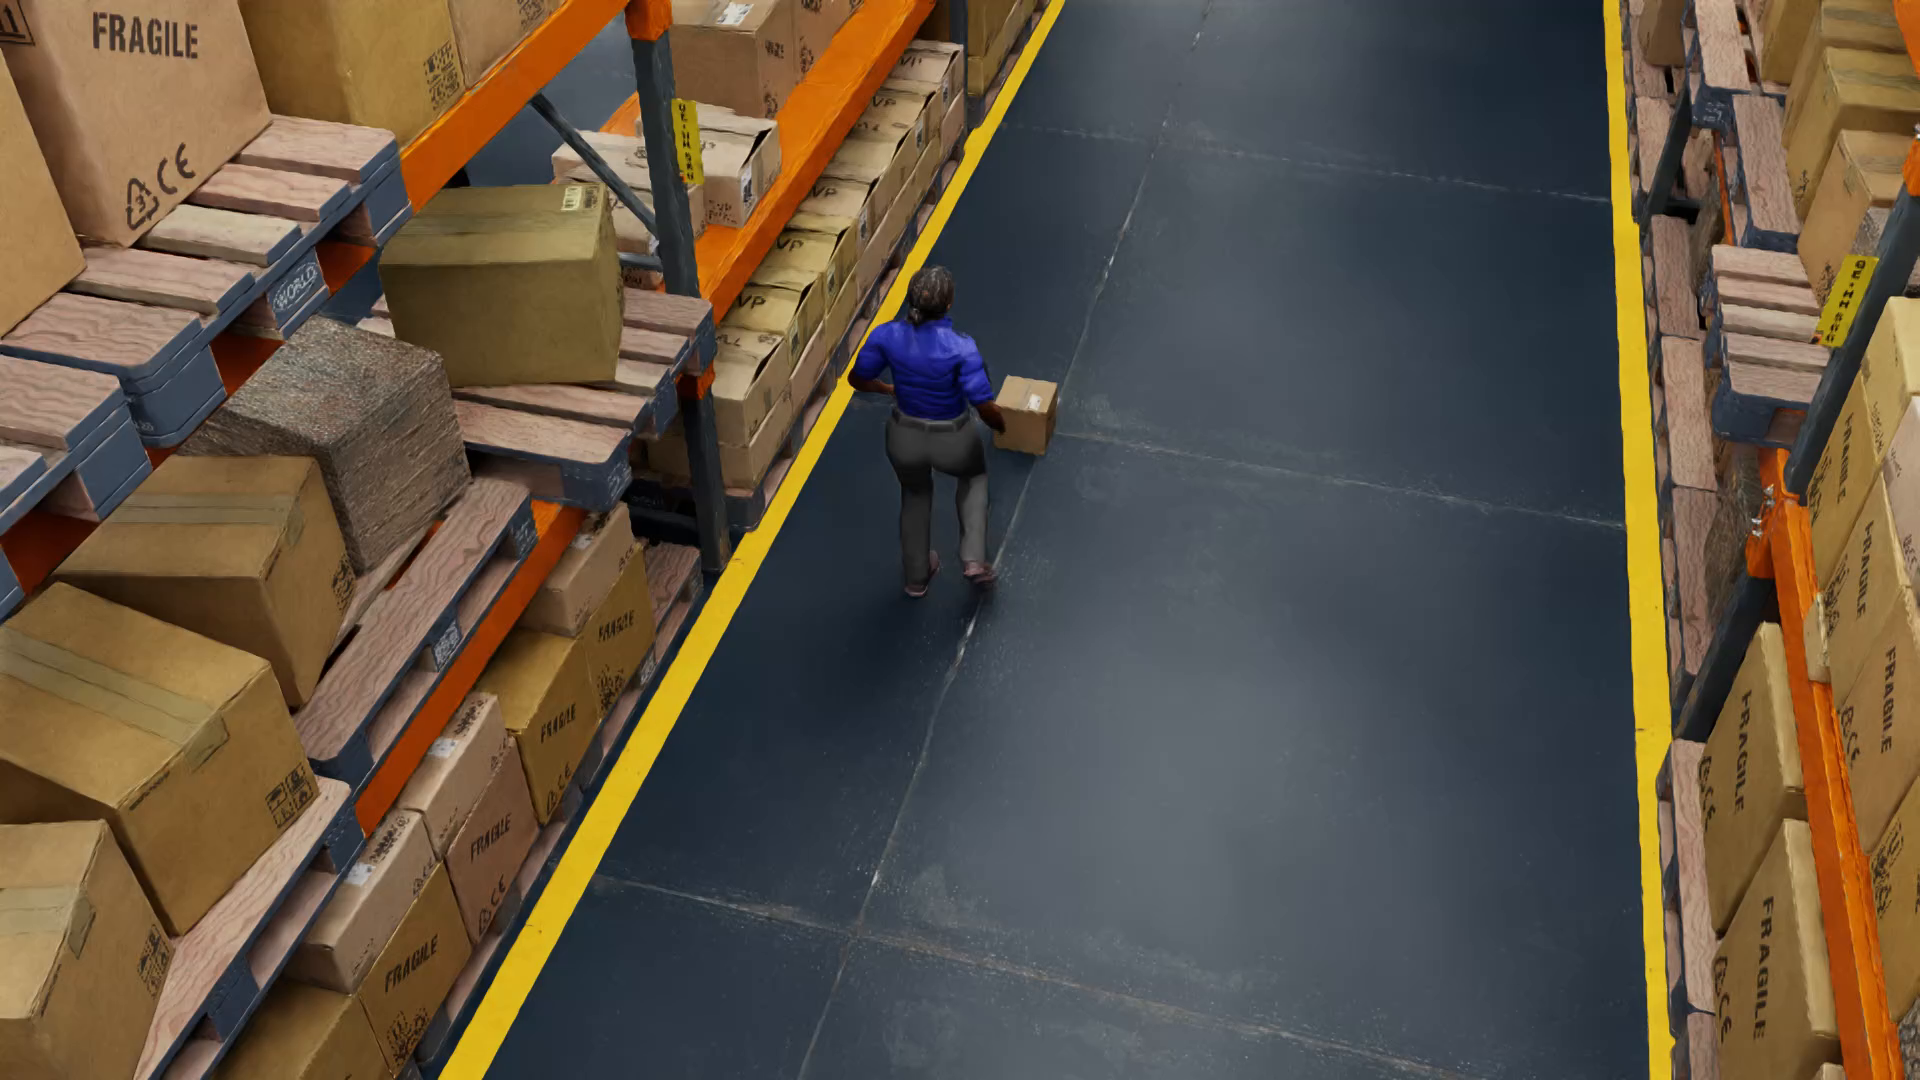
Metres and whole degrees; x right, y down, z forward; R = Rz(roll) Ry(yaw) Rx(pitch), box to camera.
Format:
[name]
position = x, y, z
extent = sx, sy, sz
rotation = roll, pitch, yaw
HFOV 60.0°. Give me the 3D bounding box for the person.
[person]
position = -0.120, -0.442, 6.699
extent = 0.624, 1.626, 0.474
rotation = 6, 42, 7
